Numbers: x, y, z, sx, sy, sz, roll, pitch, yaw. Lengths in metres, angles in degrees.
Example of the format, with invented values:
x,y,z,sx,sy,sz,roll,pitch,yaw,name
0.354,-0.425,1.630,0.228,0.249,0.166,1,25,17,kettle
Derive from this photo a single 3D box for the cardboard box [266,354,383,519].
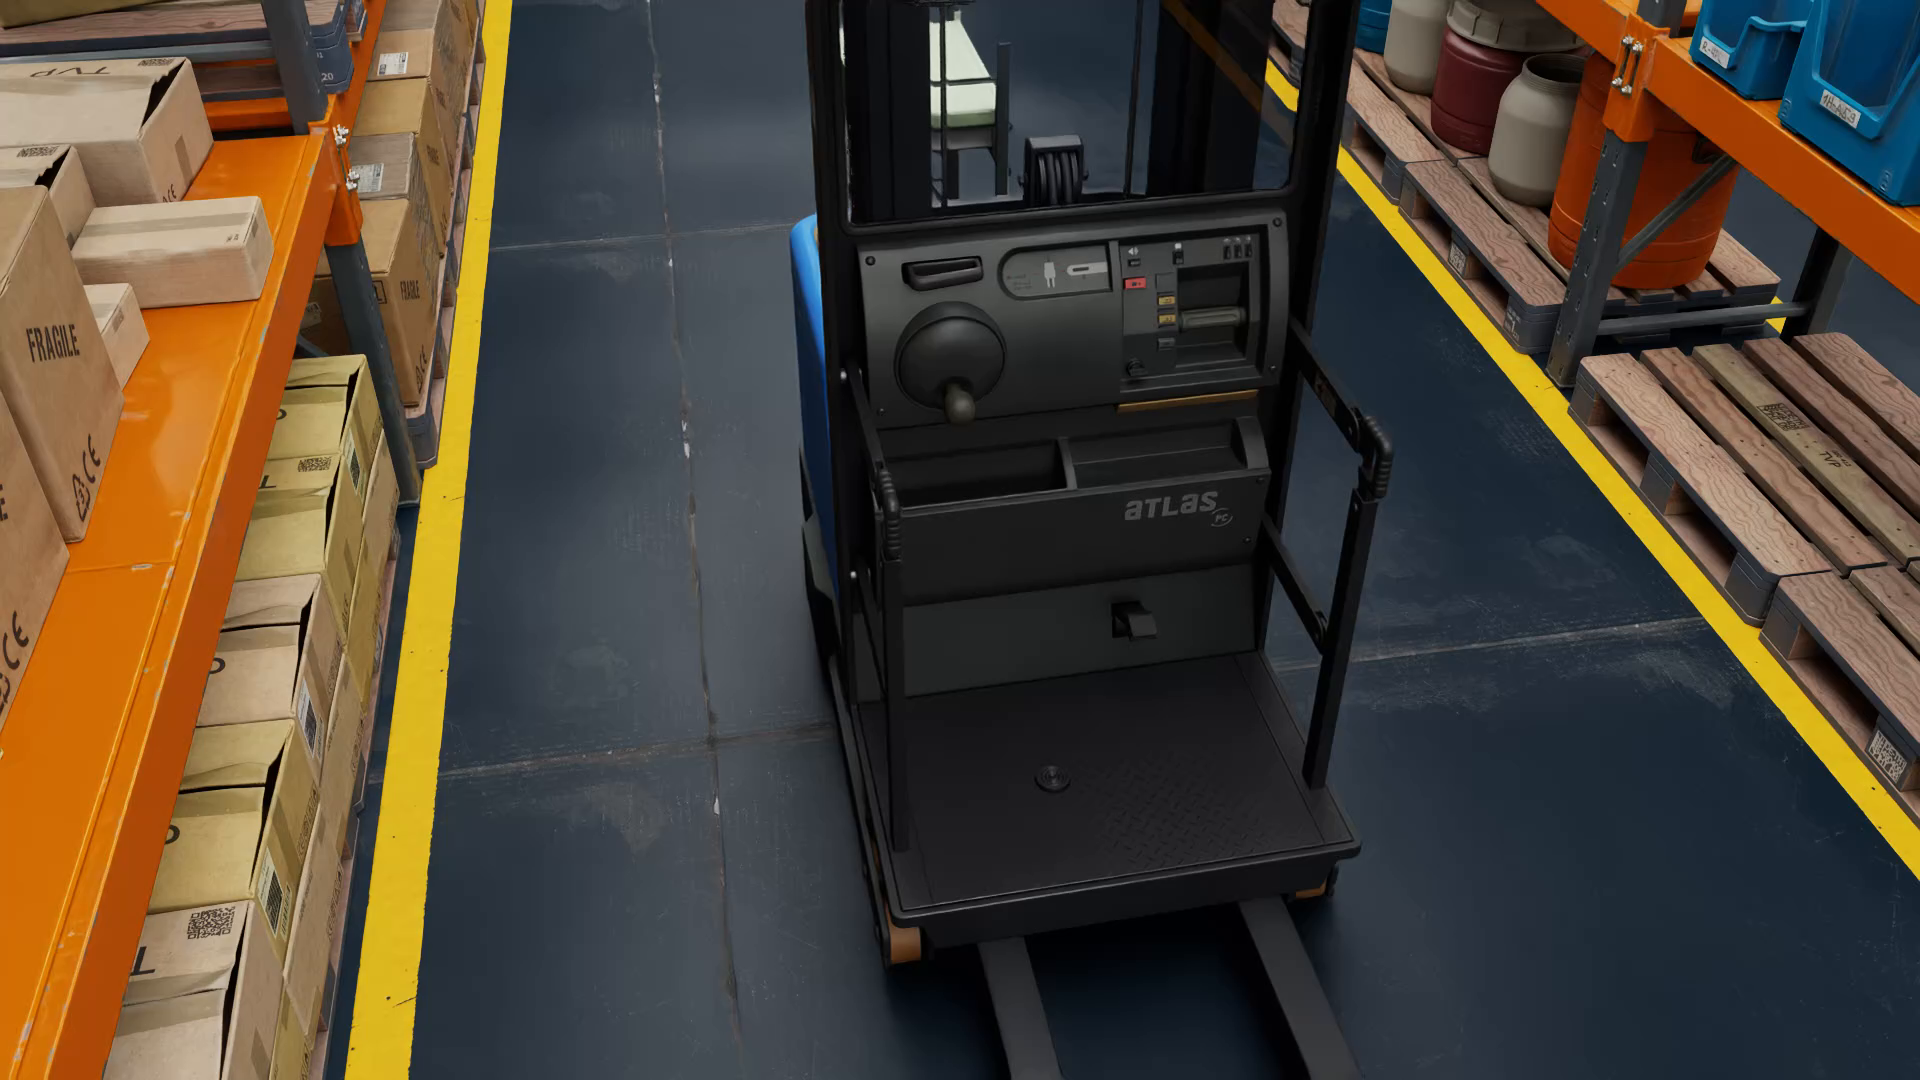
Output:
x,y,z,sx,sy,sz,roll,pitch,yaw,name
-1.921,-0.290,4.620,0.500,0.311,0.500,-5,38,-7,cardboard box

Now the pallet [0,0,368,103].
x,y,z,sx,sy,sz,roll,pitch,yaw,name
-2.443,-1.604,5.027,1.213,0.211,1.003,-6,38,-8,pallet

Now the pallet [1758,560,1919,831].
x,y,z,sx,sy,sz,roll,pitch,yaw,name
2.931,0.500,4.435,1.003,0.211,1.213,-6,38,-8,pallet

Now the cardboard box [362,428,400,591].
x,y,z,sx,sy,sz,roll,pitch,yaw,name
-1.922,-0.067,4.790,0.500,0.250,0.500,-5,38,-7,cardboard box

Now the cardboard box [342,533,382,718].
x,y,z,sx,sy,sz,roll,pitch,yaw,name
-1.829,0.244,4.390,0.500,0.250,0.500,-7,38,-8,cardboard box

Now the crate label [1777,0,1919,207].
x,y,z,sx,sy,sz,roll,pitch,yaw,name
2.530,-1.194,4.313,0.502,0.435,0.616,-6,38,-8,crate label

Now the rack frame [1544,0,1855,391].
x,y,z,sx,sy,sz,roll,pitch,yaw,name
2.622,-1.809,5.133,1.000,3.000,0.127,-6,38,-8,rack frame

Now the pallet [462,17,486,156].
x,y,z,sx,sy,sz,roll,pitch,yaw,name
-2.776,-2.106,7.789,1.003,0.211,1.213,-6,38,-8,pallet

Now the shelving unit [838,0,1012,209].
x,y,z,sx,sy,sz,roll,pitch,yaw,name
-0.132,-0.976,5.284,0.431,1.500,0.755,-7,38,-9,shelving unit

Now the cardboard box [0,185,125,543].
x,y,z,sx,sy,sz,roll,pitch,yaw,name
-1.945,-0.306,3.118,0.500,0.500,0.500,-8,39,-10,cardboard box

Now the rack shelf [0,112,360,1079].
x,y,z,sx,sy,sz,roll,pitch,yaw,name
-1.904,0.214,3.116,1.077,0.370,4.000,-6,38,-8,rack shelf

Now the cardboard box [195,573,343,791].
x,y,z,sx,sy,sz,roll,pitch,yaw,name
-1.737,0.328,3.824,0.500,0.311,0.500,-6,38,-8,cardboard box

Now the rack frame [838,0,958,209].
x,y,z,sx,sy,sz,roll,pitch,yaw,name
-0.203,-1.196,5.567,0.400,1.500,0.023,-7,38,-9,rack frame

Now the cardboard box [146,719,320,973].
x,y,z,sx,sy,sz,roll,pitch,yaw,name
-1.652,0.631,3.434,0.500,0.311,0.500,-5,38,-7,cardboard box

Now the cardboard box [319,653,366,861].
x,y,z,sx,sy,sz,roll,pitch,yaw,name
-1.743,0.548,3.998,0.500,0.250,0.500,-5,38,-7,cardboard box

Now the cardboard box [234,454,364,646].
x,y,z,sx,sy,sz,roll,pitch,yaw,name
-1.823,0.023,4.217,0.500,0.311,0.500,-7,38,-9,cardboard box

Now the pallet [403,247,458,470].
x,y,z,sx,sy,sz,roll,pitch,yaw,name
-2.348,-0.632,5.892,1.003,0.211,1.213,-6,38,-8,pallet

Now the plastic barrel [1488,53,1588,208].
x,y,z,sx,sy,sz,roll,pitch,yaw,name
2.333,-1.617,6.572,0.421,0.512,0.421,0,38,0,plastic barrel

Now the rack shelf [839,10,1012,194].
x,y,z,sx,sy,sz,roll,pitch,yaw,name
-0.132,-1.284,5.044,0.431,0.370,0.720,-7,38,-9,rack shelf

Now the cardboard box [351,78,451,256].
x,y,z,sx,sy,sz,roll,pitch,yaw,name
-2.234,-1.390,6.273,0.500,0.500,0.500,-7,38,-9,cardboard box

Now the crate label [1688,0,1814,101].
x,y,z,sx,sy,sz,roll,pitch,yaw,name
2.327,-1.448,4.805,0.303,0.233,0.416,-6,38,-8,crate label

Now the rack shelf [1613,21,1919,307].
x,y,z,sx,sy,sz,roll,pitch,yaw,name
2.973,-0.317,3.799,1.077,0.370,4.000,-6,38,-8,rack shelf

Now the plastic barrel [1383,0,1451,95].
x,y,z,sx,sy,sz,roll,pitch,yaw,name
2.135,-2.299,7.450,0.421,0.512,0.421,0,38,0,plastic barrel

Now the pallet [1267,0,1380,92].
x,y,z,sx,sy,sz,roll,pitch,yaw,name
2.015,-2.653,8.493,1.003,0.211,1.213,-6,38,-8,pallet

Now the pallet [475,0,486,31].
x,y,z,sx,sy,sz,roll,pitch,yaw,name
-3.076,-3.008,8.950,1.003,0.211,1.213,-6,38,-8,pallet

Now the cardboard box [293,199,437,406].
x,y,z,sx,sy,sz,roll,pitch,yaw,name
-2.053,-0.771,5.476,0.500,0.500,0.500,-5,38,-6,cardboard box

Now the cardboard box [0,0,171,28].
x,y,z,sx,sy,sz,roll,pitch,yaw,name
-2.476,-1.852,4.765,0.700,0.500,0.500,-19,42,-23,cardboard box

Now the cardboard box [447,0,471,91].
x,y,z,sx,sy,sz,roll,pitch,yaw,name
-2.509,-2.314,7.463,0.500,0.500,0.500,-6,38,-8,cardboard box

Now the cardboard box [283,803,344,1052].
x,y,z,sx,sy,sz,roll,pitch,yaw,name
-1.650,0.859,3.599,0.500,0.250,0.500,-6,38,-7,cardboard box

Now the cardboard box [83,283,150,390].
x,y,z,sx,sy,sz,roll,pitch,yaw,name
-1.976,-0.415,3.544,0.380,0.149,0.250,-4,38,-5,cardboard box

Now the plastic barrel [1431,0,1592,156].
x,y,z,sx,sy,sz,roll,pitch,yaw,name
2.322,-1.998,7.000,0.600,0.588,0.708,-6,38,-8,plastic barrel

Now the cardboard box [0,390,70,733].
x,y,z,sx,sy,sz,roll,pitch,yaw,name
-1.852,0.012,2.708,0.500,0.500,0.500,-6,38,-8,cardboard box

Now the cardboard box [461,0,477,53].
x,y,z,sx,sy,sz,roll,pitch,yaw,name
-2.587,-2.614,7.848,0.500,0.500,0.500,-6,38,-8,cardboard box

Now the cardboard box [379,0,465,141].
x,y,z,sx,sy,sz,roll,pitch,yaw,name
-2.422,-2.011,7.073,0.500,0.500,0.500,-6,38,-7,cardboard box

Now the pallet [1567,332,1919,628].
x,y,z,sx,sy,sz,roll,pitch,yaw,name
2.720,-0.236,5.381,1.003,0.211,1.213,-6,38,-8,pallet

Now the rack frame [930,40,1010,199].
x,y,z,sx,sy,sz,roll,pitch,yaw,name
-0.061,-0.756,5.000,0.400,1.500,0.023,-7,38,-9,rack frame

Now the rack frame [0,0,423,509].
x,y,z,sx,sy,sz,roll,pitch,yaw,name
-2.255,-1.278,4.451,1.000,3.000,0.127,-6,38,-8,rack frame

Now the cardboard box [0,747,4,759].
x,y,z,sx,sy,sz,roll,pitch,yaw,name
-1.764,0.314,2.319,0.500,0.500,0.500,-4,38,-5,cardboard box

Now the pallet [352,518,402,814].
x,y,z,sx,sy,sz,roll,pitch,yaw,name
-2.149,0.324,4.661,1.003,0.211,1.213,-6,38,-8,pallet

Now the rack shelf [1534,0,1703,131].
x,y,z,sx,sy,sz,roll,pitch,yaw,name
2.272,-2.733,6.909,1.077,0.370,4.000,-6,38,-8,rack shelf

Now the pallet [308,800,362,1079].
x,y,z,sx,sy,sz,roll,pitch,yaw,name
-1.938,1.060,3.714,1.003,0.211,1.213,-6,38,-8,pallet

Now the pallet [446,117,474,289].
x,y,z,sx,sy,sz,roll,pitch,yaw,name
-2.559,-1.367,6.838,1.003,0.211,1.213,-6,38,-8,pallet

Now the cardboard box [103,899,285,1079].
x,y,z,sx,sy,sz,roll,pitch,yaw,name
-1.555,0.944,3.031,0.500,0.311,0.500,-7,38,-9,cardboard box

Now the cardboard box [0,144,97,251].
x,y,z,sx,sy,sz,roll,pitch,yaw,name
-2.289,-0.682,3.756,0.500,0.311,0.500,-7,38,-8,cardboard box

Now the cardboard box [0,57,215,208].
x,y,z,sx,sy,sz,roll,pitch,yaw,name
-2.234,-1.019,4.189,0.500,0.311,0.500,-4,38,-5,cardboard box

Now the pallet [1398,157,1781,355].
x,y,z,sx,sy,sz,roll,pitch,yaw,name
2.443,-1.179,6.596,1.003,0.211,1.213,-6,38,-8,pallet

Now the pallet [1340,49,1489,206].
x,y,z,sx,sy,sz,roll,pitch,yaw,name
2.233,-1.915,7.543,1.003,0.211,1.213,-6,38,-8,pallet

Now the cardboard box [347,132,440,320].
x,y,z,sx,sy,sz,roll,pitch,yaw,name
-2.151,-1.086,5.882,0.500,0.500,0.500,-8,38,-10,cardboard box

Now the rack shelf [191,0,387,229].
x,y,z,sx,sy,sz,roll,pitch,yaw,name
-2.605,-2.202,6.226,1.077,0.370,4.000,-6,38,-8,rack shelf

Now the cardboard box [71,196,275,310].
x,y,z,sx,sy,sz,roll,pitch,yaw,name
-1.825,-0.666,3.867,0.380,0.149,0.250,-6,38,-8,cardboard box

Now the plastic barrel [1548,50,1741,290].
x,y,z,sx,sy,sz,roll,pitch,yaw,name
2.520,-1.411,6.048,0.600,0.830,0.708,-6,38,-8,plastic barrel

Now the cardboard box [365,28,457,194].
x,y,z,sx,sy,sz,roll,pitch,yaw,name
-2.330,-1.704,6.678,0.500,0.500,0.500,-7,38,-9,cardboard box

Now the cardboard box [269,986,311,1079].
x,y,z,sx,sy,sz,roll,pitch,yaw,name
-1.562,1.166,3.203,0.500,0.250,0.500,-7,38,-9,cardboard box

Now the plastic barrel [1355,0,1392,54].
x,y,z,sx,sy,sz,roll,pitch,yaw,name
2.124,-2.804,7.782,0.600,0.901,0.708,-6,38,-8,plastic barrel

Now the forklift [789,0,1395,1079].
x,y,z,sx,sy,sz,roll,pitch,yaw,name
0.296,-0.403,3.380,1.130,2.935,3.031,-7,38,-9,forklift
